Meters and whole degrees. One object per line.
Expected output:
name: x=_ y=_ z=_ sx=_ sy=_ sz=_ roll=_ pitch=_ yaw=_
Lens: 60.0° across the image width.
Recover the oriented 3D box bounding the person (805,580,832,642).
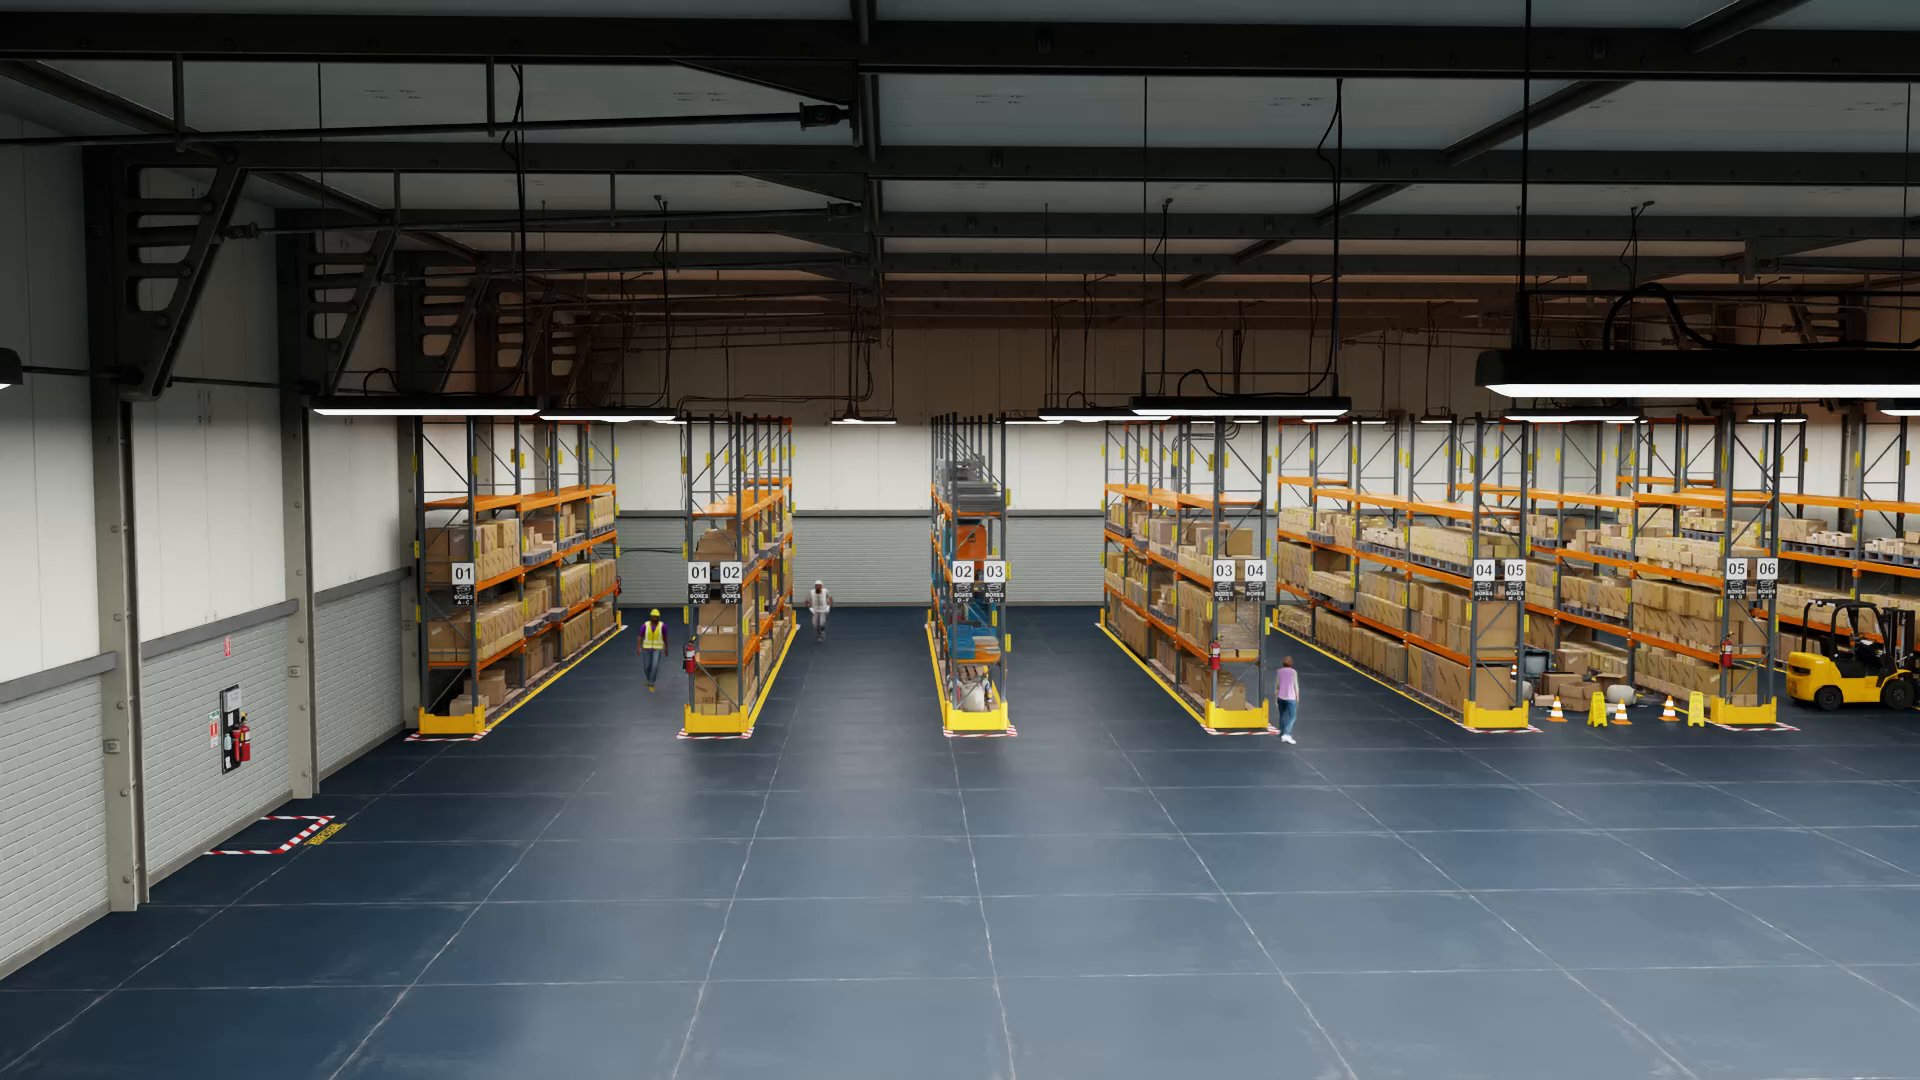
person: x=-3.740 y=1.886 z=44.078 sx=0.679 sy=1.684 sz=0.648 roll=0 pitch=4 yaw=6

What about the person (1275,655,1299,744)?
person: x=5.923 y=2.880 z=30.074 sx=0.466 sy=1.587 sz=0.682 roll=3 pitch=5 yaw=34

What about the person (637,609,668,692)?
person: x=-6.707 y=2.399 z=36.295 sx=0.665 sy=1.769 sz=0.748 roll=-1 pitch=4 yaw=-9

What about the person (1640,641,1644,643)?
person: x=16.589 y=2.169 z=39.876 sx=0.613 sy=1.689 sz=0.787 roll=-1 pitch=4 yaw=-12
